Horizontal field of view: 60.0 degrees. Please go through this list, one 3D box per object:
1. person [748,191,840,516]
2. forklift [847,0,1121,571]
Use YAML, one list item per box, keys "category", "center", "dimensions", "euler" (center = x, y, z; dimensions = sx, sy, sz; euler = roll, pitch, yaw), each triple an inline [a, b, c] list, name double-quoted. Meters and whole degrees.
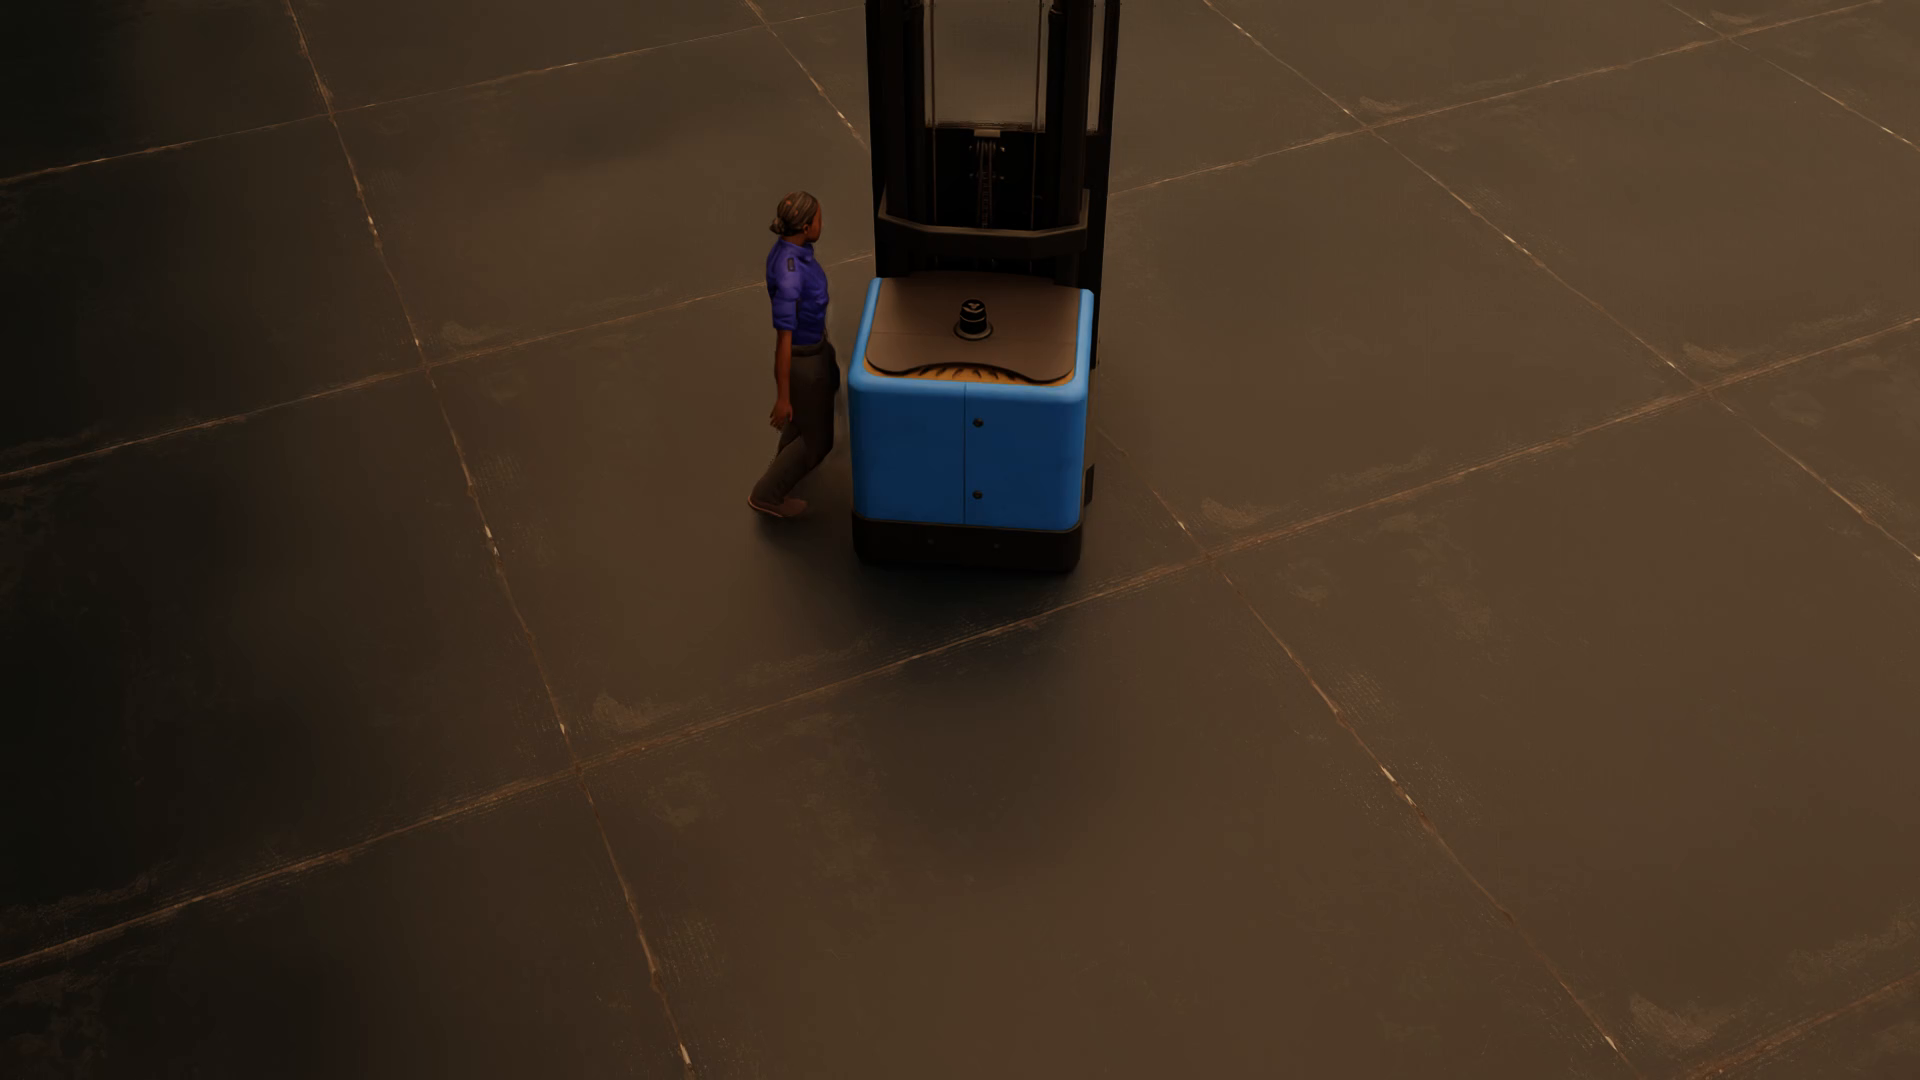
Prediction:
- category: "person"
  center: [-0.788, -0.811, 7.571]
  dimensions: [0.472, 1.602, 0.818]
  euler: [-3, 43, -3]
- category: "forklift"
  center: [0.163, -1.932, 7.750]
  dimensions: [1.130, 2.935, 3.031]
  euler: [4, 43, 4]
